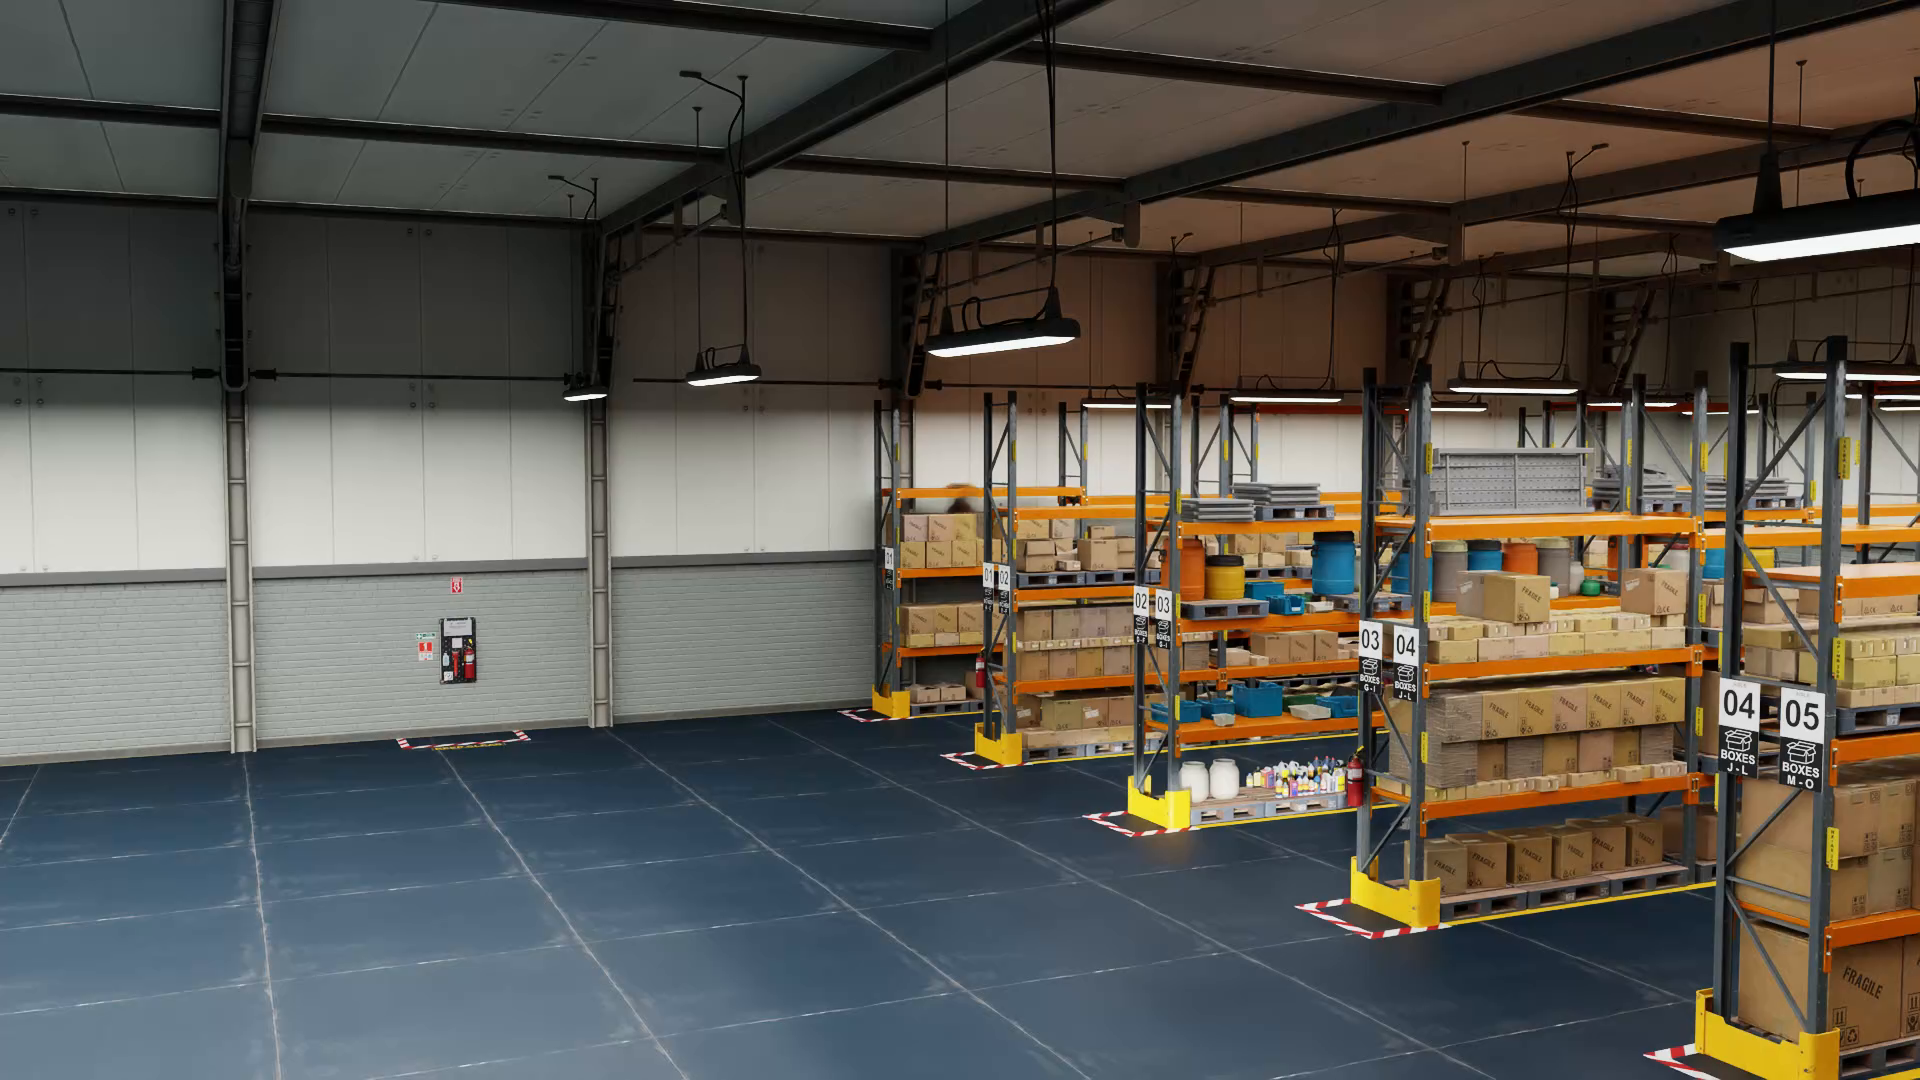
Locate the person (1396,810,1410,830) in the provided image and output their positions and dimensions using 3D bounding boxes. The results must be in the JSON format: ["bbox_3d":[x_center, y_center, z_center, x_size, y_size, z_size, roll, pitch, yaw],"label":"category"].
[{"bbox_3d":[6.089,2.988,22.411,0.388,1.806,0.563,1,4,24],"label":"person"}]
